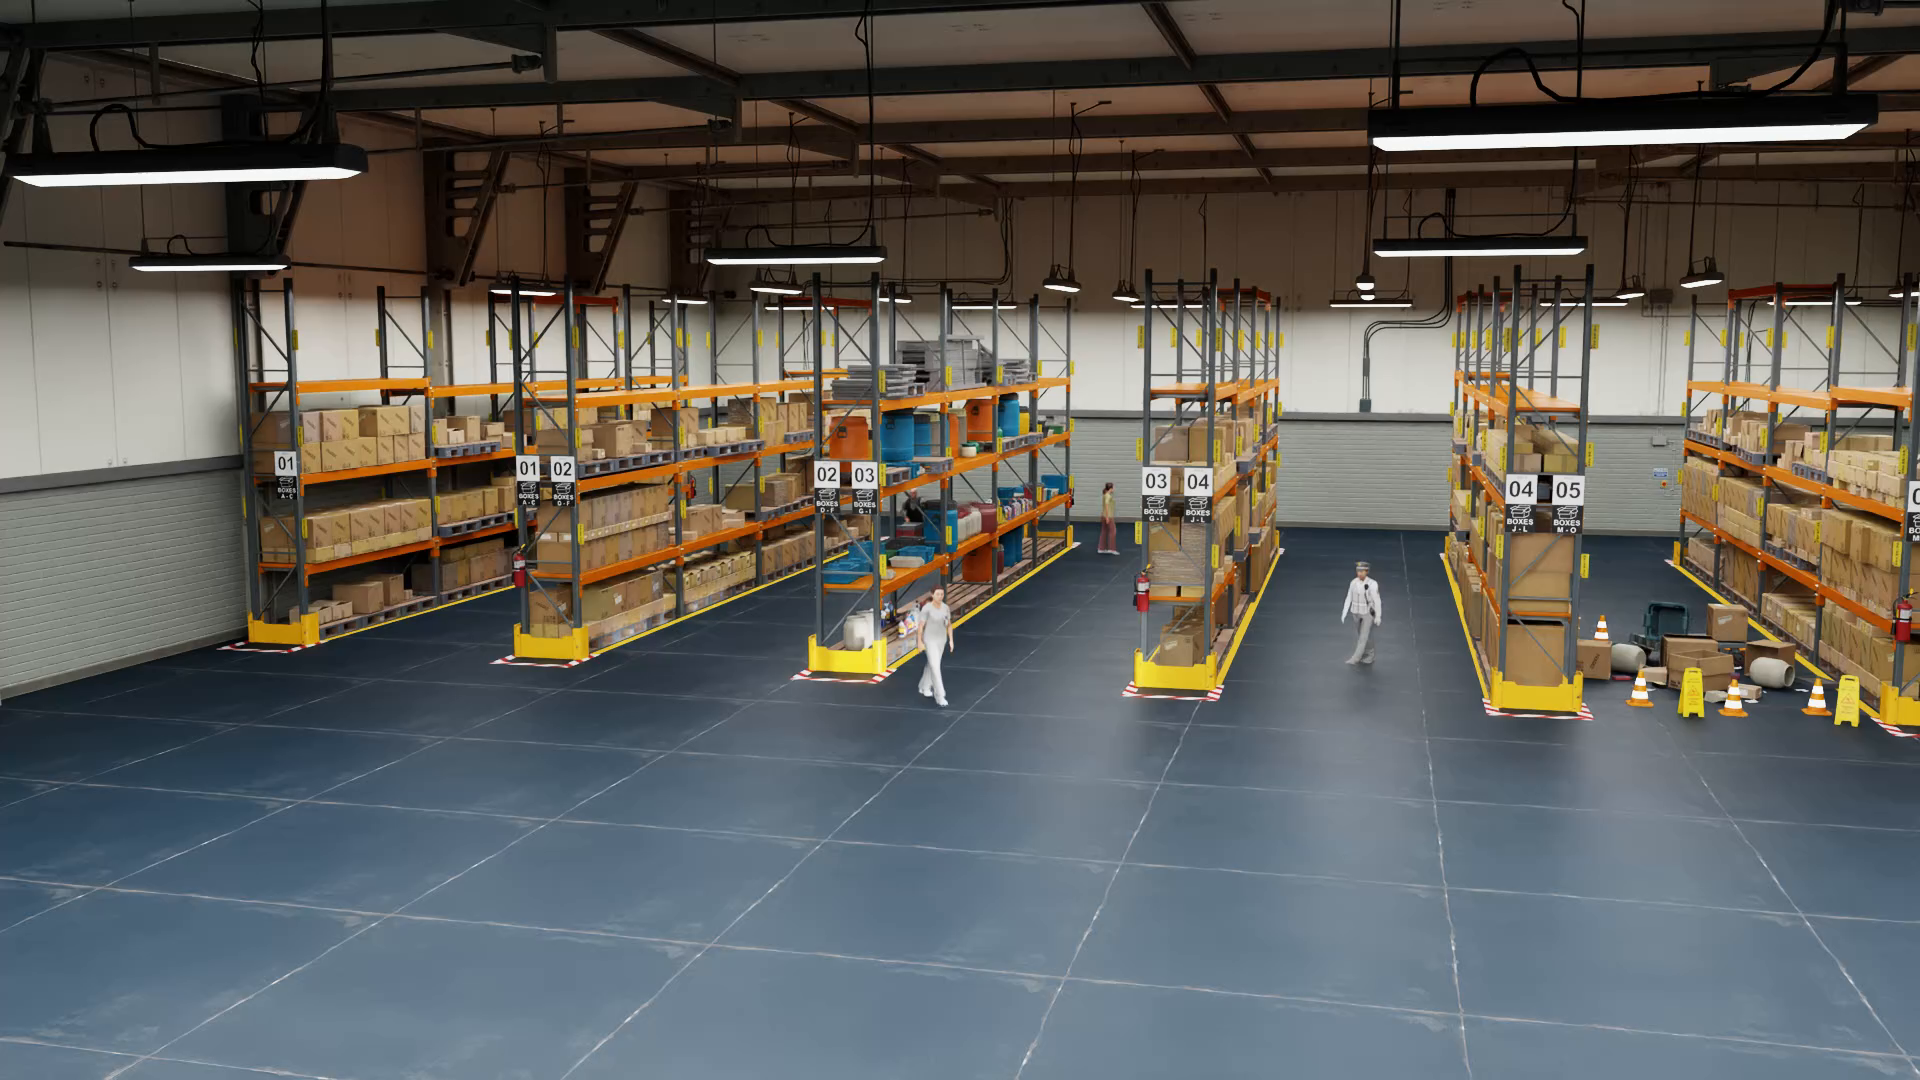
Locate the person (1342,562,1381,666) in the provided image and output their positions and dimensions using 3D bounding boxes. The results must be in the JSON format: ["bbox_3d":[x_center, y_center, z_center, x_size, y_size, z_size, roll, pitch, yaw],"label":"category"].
[{"bbox_3d":[6.103,1.137,25.435,1.031,1.616,0.514,-6,9,-41],"label":"person"}]

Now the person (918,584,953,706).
[{"bbox_3d":[-0.323,1.416,23.028,0.488,1.618,0.969,-5,9,-38],"label":"person"}]

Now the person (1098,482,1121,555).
[{"bbox_3d":[3.500,-0.493,39.075,0.526,1.701,0.500,-1,7,-11],"label":"person"}]

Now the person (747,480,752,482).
[{"bbox_3d":[-4.978,-0.633,40.154,0.693,1.679,0.663,3,8,24],"label":"person"}]

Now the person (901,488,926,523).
[{"bbox_3d":[-1.002,-0.399,38.357,0.661,1.626,0.719,3,7,22],"label":"person"}]
